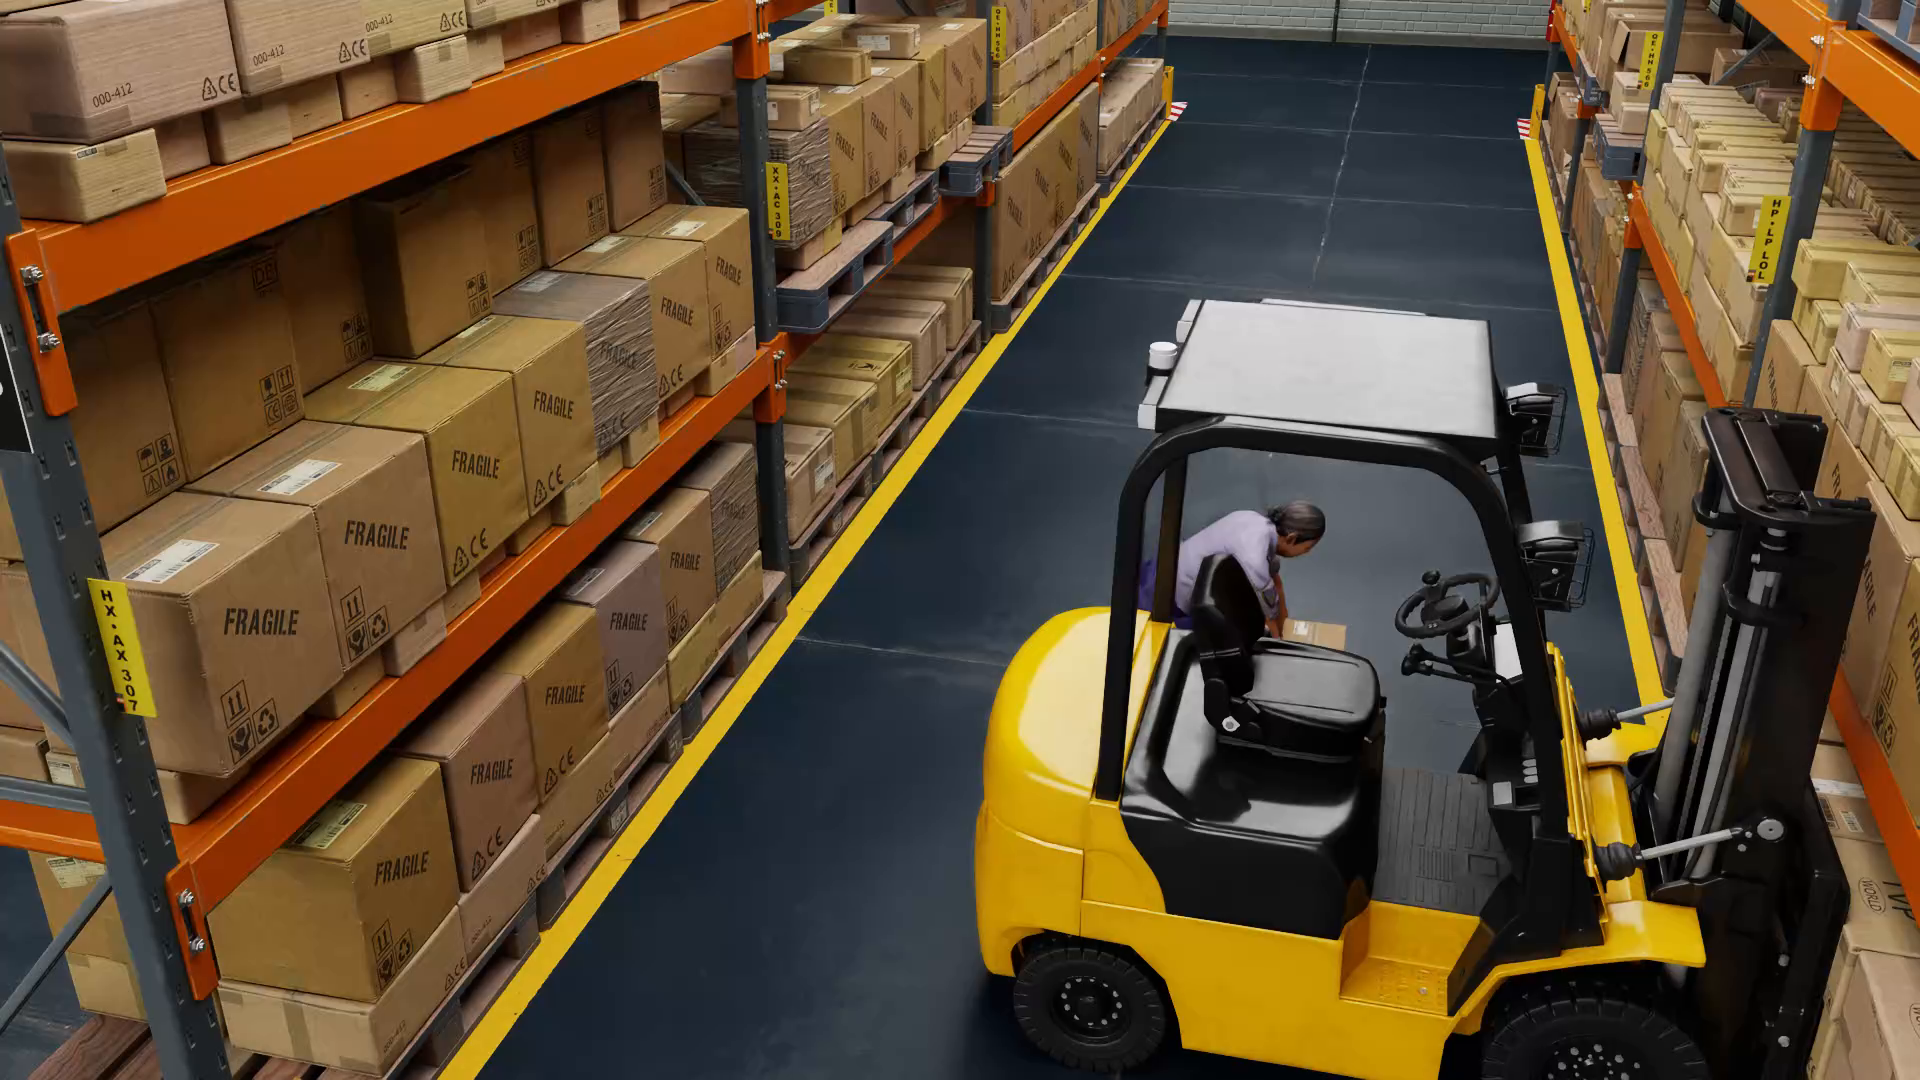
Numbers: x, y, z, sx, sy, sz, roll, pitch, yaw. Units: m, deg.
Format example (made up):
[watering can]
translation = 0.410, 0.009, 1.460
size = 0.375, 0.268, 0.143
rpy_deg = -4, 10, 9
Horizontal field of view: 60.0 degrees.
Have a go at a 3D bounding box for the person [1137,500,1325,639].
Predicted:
[person]
translation = 1.089, 0.296, 6.751
size = 0.736, 1.013, 0.529
rpy_deg = 6, 26, 13
